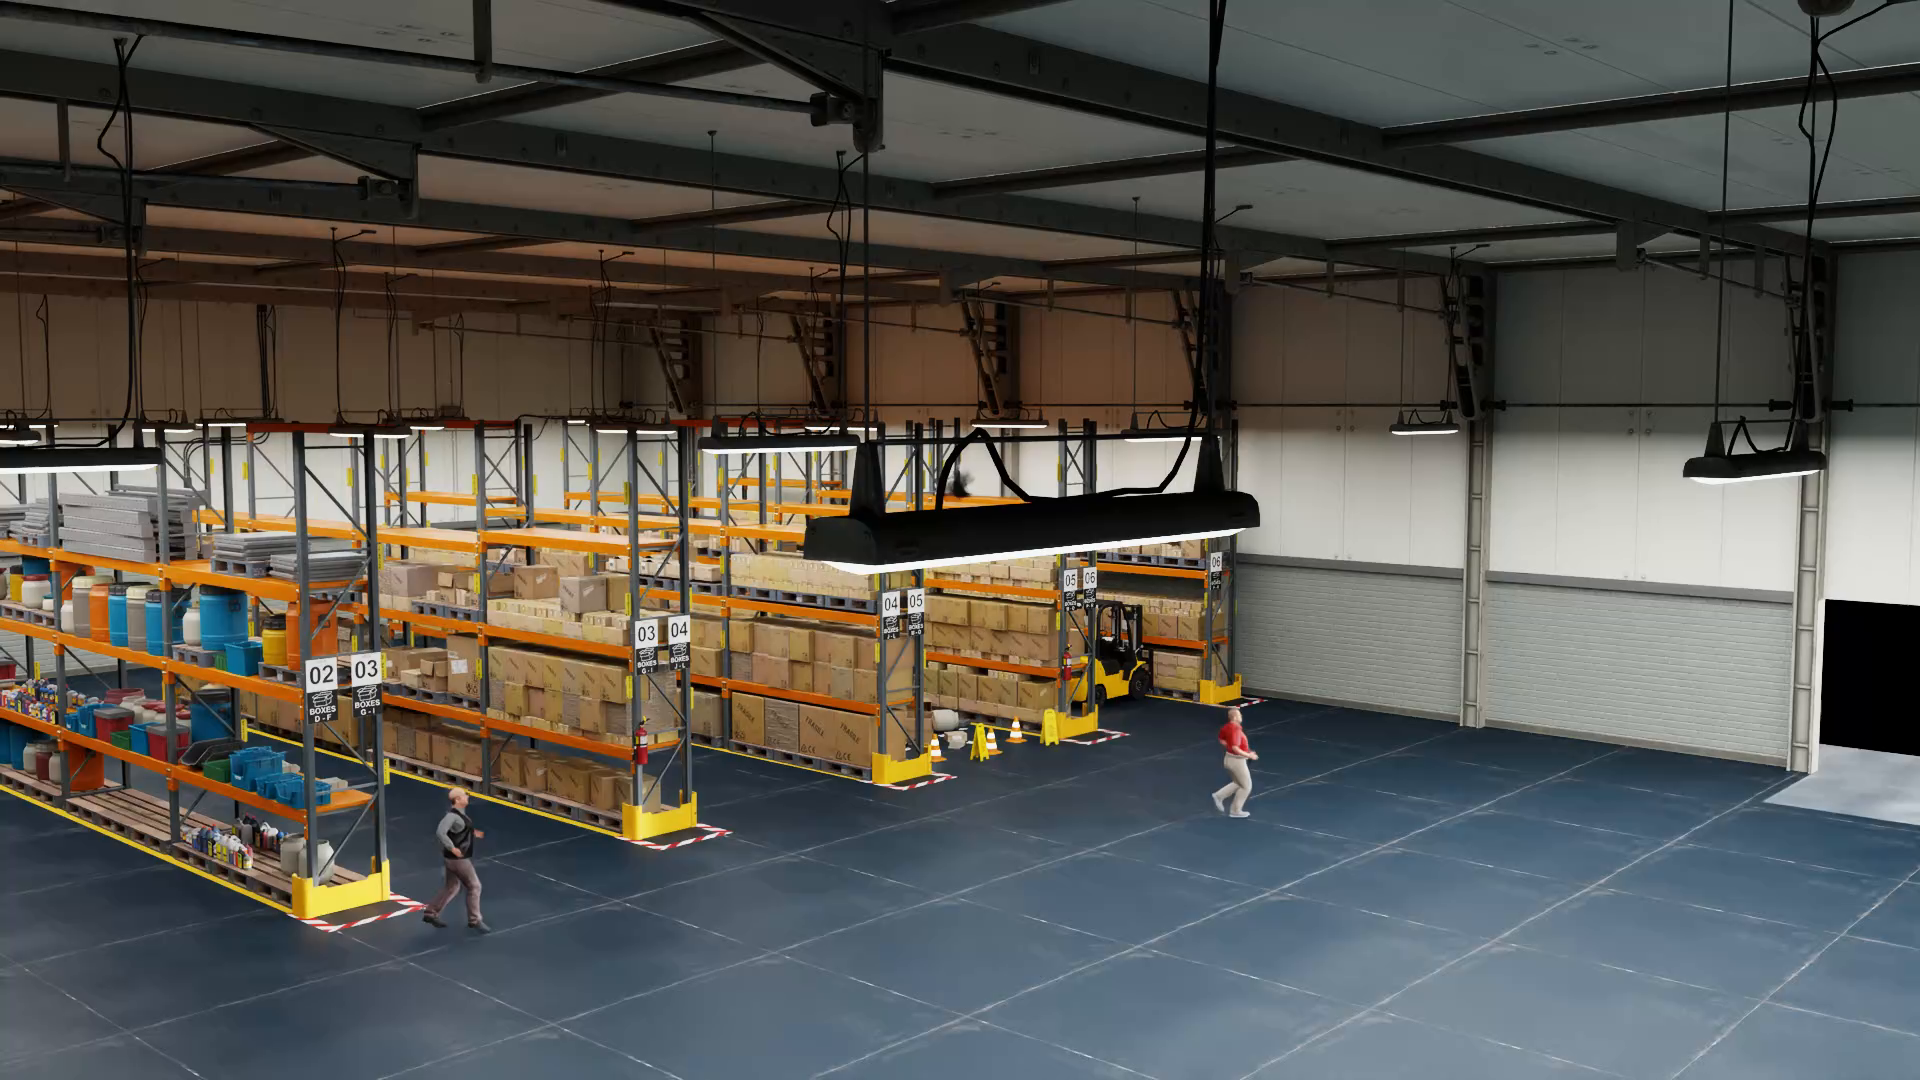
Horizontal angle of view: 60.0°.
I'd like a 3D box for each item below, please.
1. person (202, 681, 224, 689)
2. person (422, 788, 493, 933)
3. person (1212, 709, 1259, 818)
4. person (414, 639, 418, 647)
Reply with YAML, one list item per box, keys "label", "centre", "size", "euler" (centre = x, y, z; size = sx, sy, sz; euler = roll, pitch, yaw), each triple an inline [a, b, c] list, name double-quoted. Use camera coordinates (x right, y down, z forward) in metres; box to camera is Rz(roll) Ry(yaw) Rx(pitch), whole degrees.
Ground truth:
- label: "person"
  centre: [-13.127, 3.086, 29.321]
  size: [0.959, 1.646, 0.580]
  euler: [3, 6, 33]
- label: "person"
  centre: [-6.042, 3.842, 19.934]
  size: [0.808, 1.757, 0.661]
  euler: [-1, 5, -17]
- label: "person"
  centre: [4.207, 3.412, 25.453]
  size: [0.626, 1.674, 0.660]
  euler: [-1, 5, -9]
- label: "person"
  centre: [-13.445, 2.119, 40.683]
  size: [0.640, 1.824, 0.743]
  euler: [3, 5, 30]
